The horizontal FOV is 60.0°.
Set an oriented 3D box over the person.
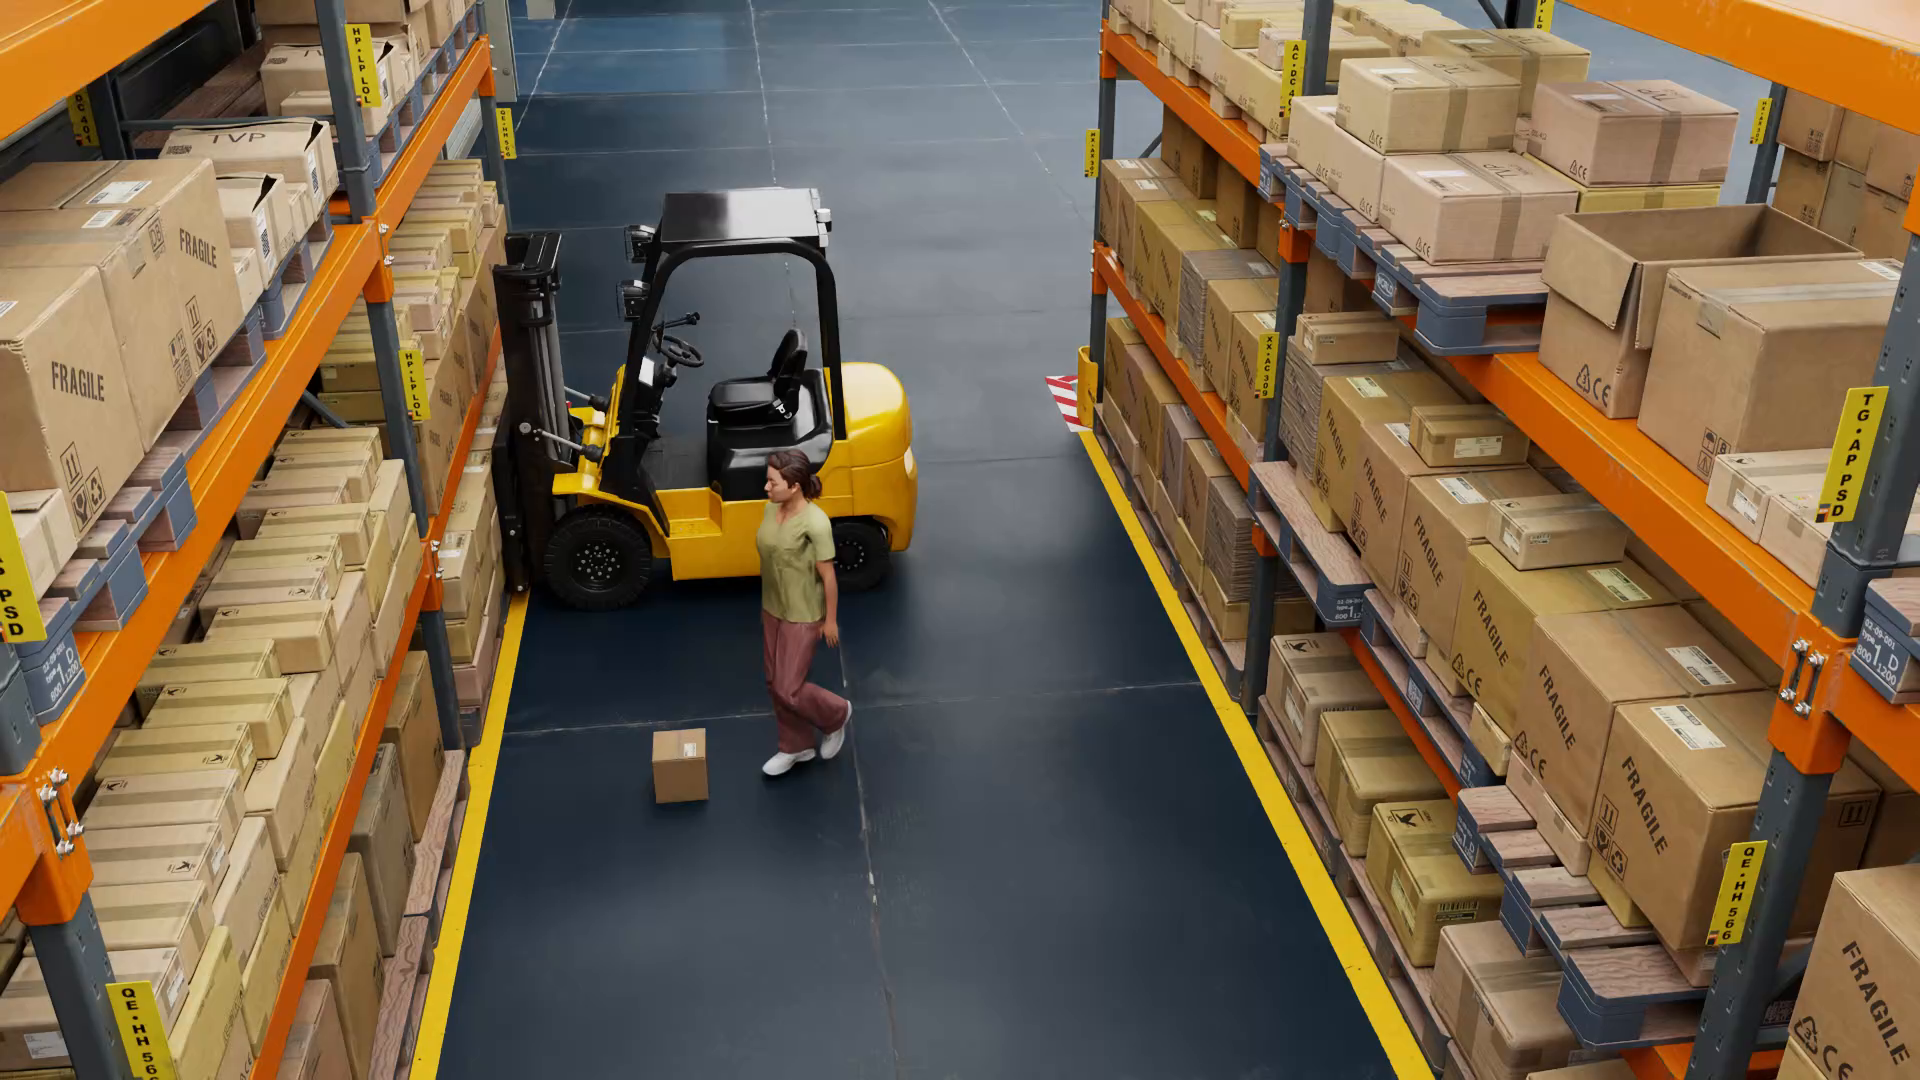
[{"bbox_3d":[-0.789,0.456,7.976,0.486,1.407,0.487,-24,36,-38],"label":"person"}]
